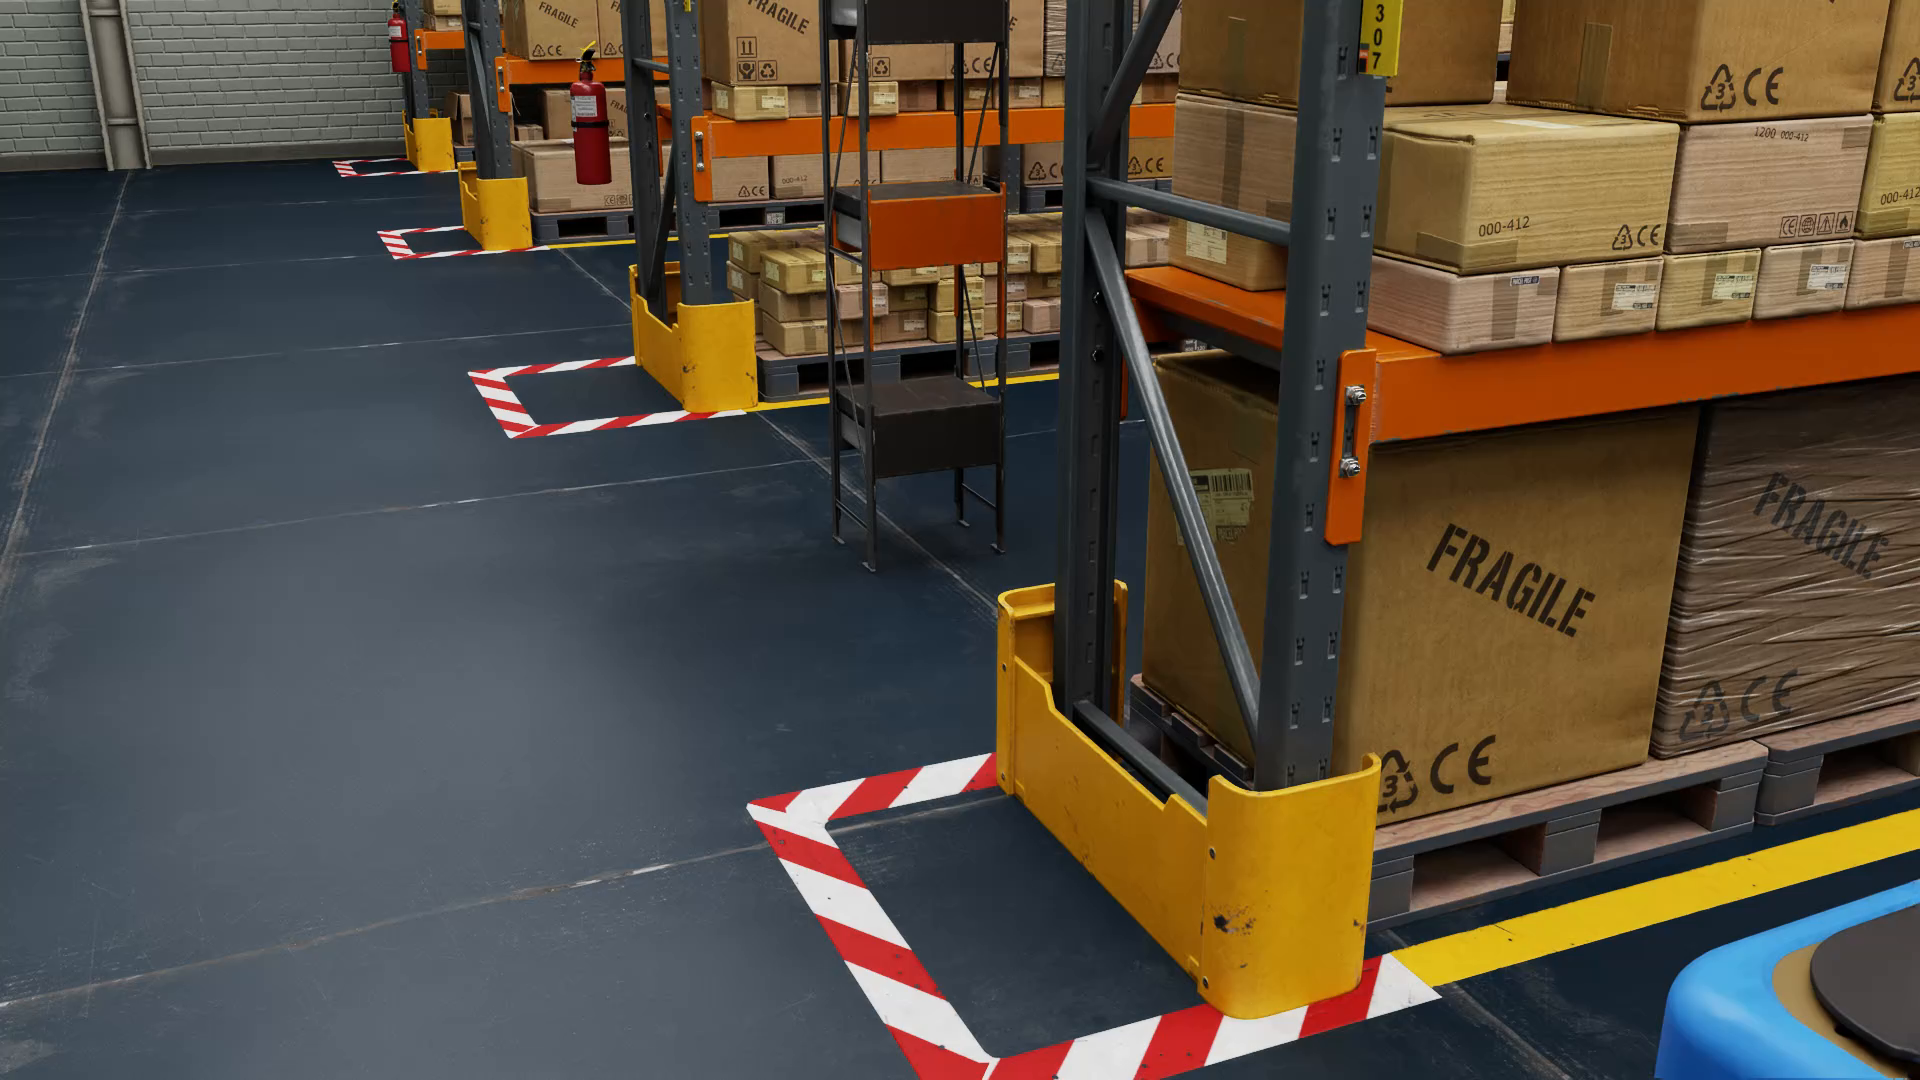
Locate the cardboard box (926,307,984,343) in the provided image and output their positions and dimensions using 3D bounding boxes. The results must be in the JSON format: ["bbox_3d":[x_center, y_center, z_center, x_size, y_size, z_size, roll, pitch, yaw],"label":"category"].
[{"bbox_3d":[-0.068,-1.102,8.295,0.250,0.149,0.380,-8,21,-21],"label":"cardboard box"}]

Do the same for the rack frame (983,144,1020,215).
[{"bbox_3d":[0.232,-4.205,13.449,0.127,3.000,1.000,-8,21,-22],"label":"rack frame"}]

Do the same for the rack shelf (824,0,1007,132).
[{"bbox_3d":[-0.152,-1.616,5.384,0.480,0.518,0.431,-8,21,-22],"label":"rack shelf"}]

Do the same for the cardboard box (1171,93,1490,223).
[{"bbox_3d":[0.824,-0.871,3.758,0.500,0.250,0.500,-9,21,-23],"label":"cardboard box"}]

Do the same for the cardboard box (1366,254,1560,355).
[{"bbox_3d":[0.941,-0.484,3.260,0.250,0.149,0.380,-8,21,-21],"label":"cardboard box"}]

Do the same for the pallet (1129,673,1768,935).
[{"bbox_3d":[1.187,0.529,4.201,1.213,0.211,1.003,-8,21,-22],"label":"pallet"}]

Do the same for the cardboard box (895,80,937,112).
[{"bbox_3d":[-0.291,-2.148,7.984,0.250,0.149,0.380,-7,21,-19],"label":"cardboard box"}]

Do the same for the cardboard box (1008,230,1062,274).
[{"bbox_3d":[0.429,-1.461,8.420,0.250,0.149,0.380,-8,21,-21],"label":"cardboard box"}]

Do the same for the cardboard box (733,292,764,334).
[{"bbox_3d":[-0.987,-1.169,8.486,0.250,0.149,0.380,-8,21,-21],"label":"cardboard box"}]

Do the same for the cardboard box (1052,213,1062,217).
[{"bbox_3d":[0.684,-1.683,9.051,0.250,0.149,0.380,-9,21,-24],"label":"cardboard box"}]

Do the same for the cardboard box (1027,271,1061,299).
[{"bbox_3d":[0.376,-1.358,8.574,0.250,0.149,0.380,-7,21,-19],"label":"cardboard box"}]

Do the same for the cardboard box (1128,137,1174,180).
[{"bbox_3d":[1.596,-3.628,14.377,0.875,0.875,0.875,-8,21,-20],"label":"cardboard box"}]

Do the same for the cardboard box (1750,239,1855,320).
[{"bbox_3d":[1.650,-0.587,3.551,0.250,0.149,0.380,-8,21,-23],"label":"cardboard box"}]

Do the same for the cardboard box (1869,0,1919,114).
[{"bbox_3d":[1.964,-1.197,3.553,0.500,0.500,0.500,-9,21,-23],"label":"cardboard box"}]

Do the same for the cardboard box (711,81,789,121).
[{"bbox_3d":[-0.960,-2.007,7.584,0.250,0.149,0.380,-8,21,-22],"label":"cardboard box"}]

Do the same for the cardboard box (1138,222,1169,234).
[{"bbox_3d":[1.136,-1.562,8.706,0.250,0.149,0.380,-9,21,-25],"label":"cardboard box"}]

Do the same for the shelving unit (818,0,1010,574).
[{"bbox_3d":[-0.152,-0.969,5.611,0.503,2.100,0.431,-8,21,-22],"label":"shelving unit"}]

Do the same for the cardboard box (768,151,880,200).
[{"bbox_3d":[-1.209,-3.027,13.328,0.875,0.438,0.875,-9,21,-24],"label":"cardboard box"}]

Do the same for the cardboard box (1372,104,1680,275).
[{"bbox_3d":[1.032,-0.707,3.292,0.500,0.250,0.500,-9,21,-23],"label":"cardboard box"}]

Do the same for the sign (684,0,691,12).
[{"bbox_3d":[-1.173,-2.426,7.091,0.005,0.325,0.100,-8,21,-22],"label":"sign"}]

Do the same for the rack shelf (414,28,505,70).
[{"bbox_3d":[-3.574,-5.116,17.118,4.000,0.370,1.077,-8,21,-22],"label":"rack shelf"}]

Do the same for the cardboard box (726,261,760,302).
[{"bbox_3d":[-1.016,-1.333,8.503,0.250,0.149,0.380,-9,21,-23],"label":"cardboard box"}]

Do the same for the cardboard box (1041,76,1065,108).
[{"bbox_3d":[0.452,-2.228,8.211,0.250,0.149,0.380,-7,21,-20],"label":"cardboard box"}]

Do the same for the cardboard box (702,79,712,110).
[{"bbox_3d":[-1.200,-2.193,8.113,0.250,0.149,0.380,-8,21,-22],"label":"cardboard box"}]

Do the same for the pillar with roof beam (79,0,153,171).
[{"bbox_3d":[-6.538,-6.629,11.300,0.400,9.000,9.100,-8,21,-22],"label":"pillar with roof beam"}]

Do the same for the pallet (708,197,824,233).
[{"bbox_3d":[-1.620,-2.652,13.236,1.213,0.211,1.003,-8,21,-22],"label":"pallet"}]

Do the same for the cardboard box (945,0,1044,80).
[{"bbox_3d":[0.070,-2.484,7.961,0.500,0.500,0.500,-8,21,-21],"label":"cardboard box"}]

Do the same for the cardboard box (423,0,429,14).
[{"bbox_3d":[-5.094,-5.403,16.629,0.500,0.250,0.500,-8,21,-20],"label":"cardboard box"}]

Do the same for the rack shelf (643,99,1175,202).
[{"bbox_3d":[0.449,-2.106,8.571,4.000,0.370,1.077,-8,21,-22],"label":"rack shelf"}]

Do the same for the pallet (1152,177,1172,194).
[{"bbox_3d":[2.032,-3.176,14.725,1.213,0.211,1.003,-8,21,-22],"label":"pallet"}]

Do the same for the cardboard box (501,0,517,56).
[{"bbox_3d":[-3.103,-3.870,12.347,0.500,0.500,0.500,-8,21,-22],"label":"cardboard box"}]

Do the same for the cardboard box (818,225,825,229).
[{"bbox_3d":[-0.561,-1.552,8.678,0.250,0.149,0.380,-9,21,-23],"label":"cardboard box"}]

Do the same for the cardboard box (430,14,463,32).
[{"bbox_3d":[-5.000,-5.033,16.179,0.250,0.149,0.380,-8,21,-22],"label":"cardboard box"}]

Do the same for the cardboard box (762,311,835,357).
[{"bbox_3d":[-0.780,-1.007,8.027,0.250,0.149,0.380,-8,21,-21],"label":"cardboard box"}]

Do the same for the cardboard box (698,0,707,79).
[{"bbox_3d":[-1.077,-2.508,8.029,0.500,0.500,0.500,-8,21,-21],"label":"cardboard box"}]

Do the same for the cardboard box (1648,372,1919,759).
[{"bbox_3d":[1.876,-0.081,4.303,0.875,0.875,0.875,-8,21,-22],"label":"cardboard box"}]

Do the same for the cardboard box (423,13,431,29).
[{"bbox_3d":[-5.213,-5.199,16.650,0.250,0.149,0.380,-8,21,-23],"label":"cardboard box"}]

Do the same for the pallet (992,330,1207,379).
[{"bbox_3d":[0.561,-1.133,8.921,1.213,0.211,1.003,-8,21,-22],"label":"pallet"}]

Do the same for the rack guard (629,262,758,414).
[{"bbox_3d":[-1.318,-1.014,8.148,0.348,0.500,1.175,-8,21,-22],"label":"rack guard"}]

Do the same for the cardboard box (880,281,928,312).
[{"bbox_3d":[-0.341,-1.245,8.254,0.250,0.149,0.380,-8,21,-21],"label":"cardboard box"}]

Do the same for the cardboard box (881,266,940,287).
[{"bbox_3d":[-0.284,-1.349,8.101,0.250,0.149,0.380,-8,21,-22],"label":"cardboard box"}]

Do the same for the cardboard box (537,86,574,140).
[{"bbox_3d":[-4.011,-4.363,17.029,0.500,0.500,0.700,-7,21,-20],"label":"cardboard box"}]
